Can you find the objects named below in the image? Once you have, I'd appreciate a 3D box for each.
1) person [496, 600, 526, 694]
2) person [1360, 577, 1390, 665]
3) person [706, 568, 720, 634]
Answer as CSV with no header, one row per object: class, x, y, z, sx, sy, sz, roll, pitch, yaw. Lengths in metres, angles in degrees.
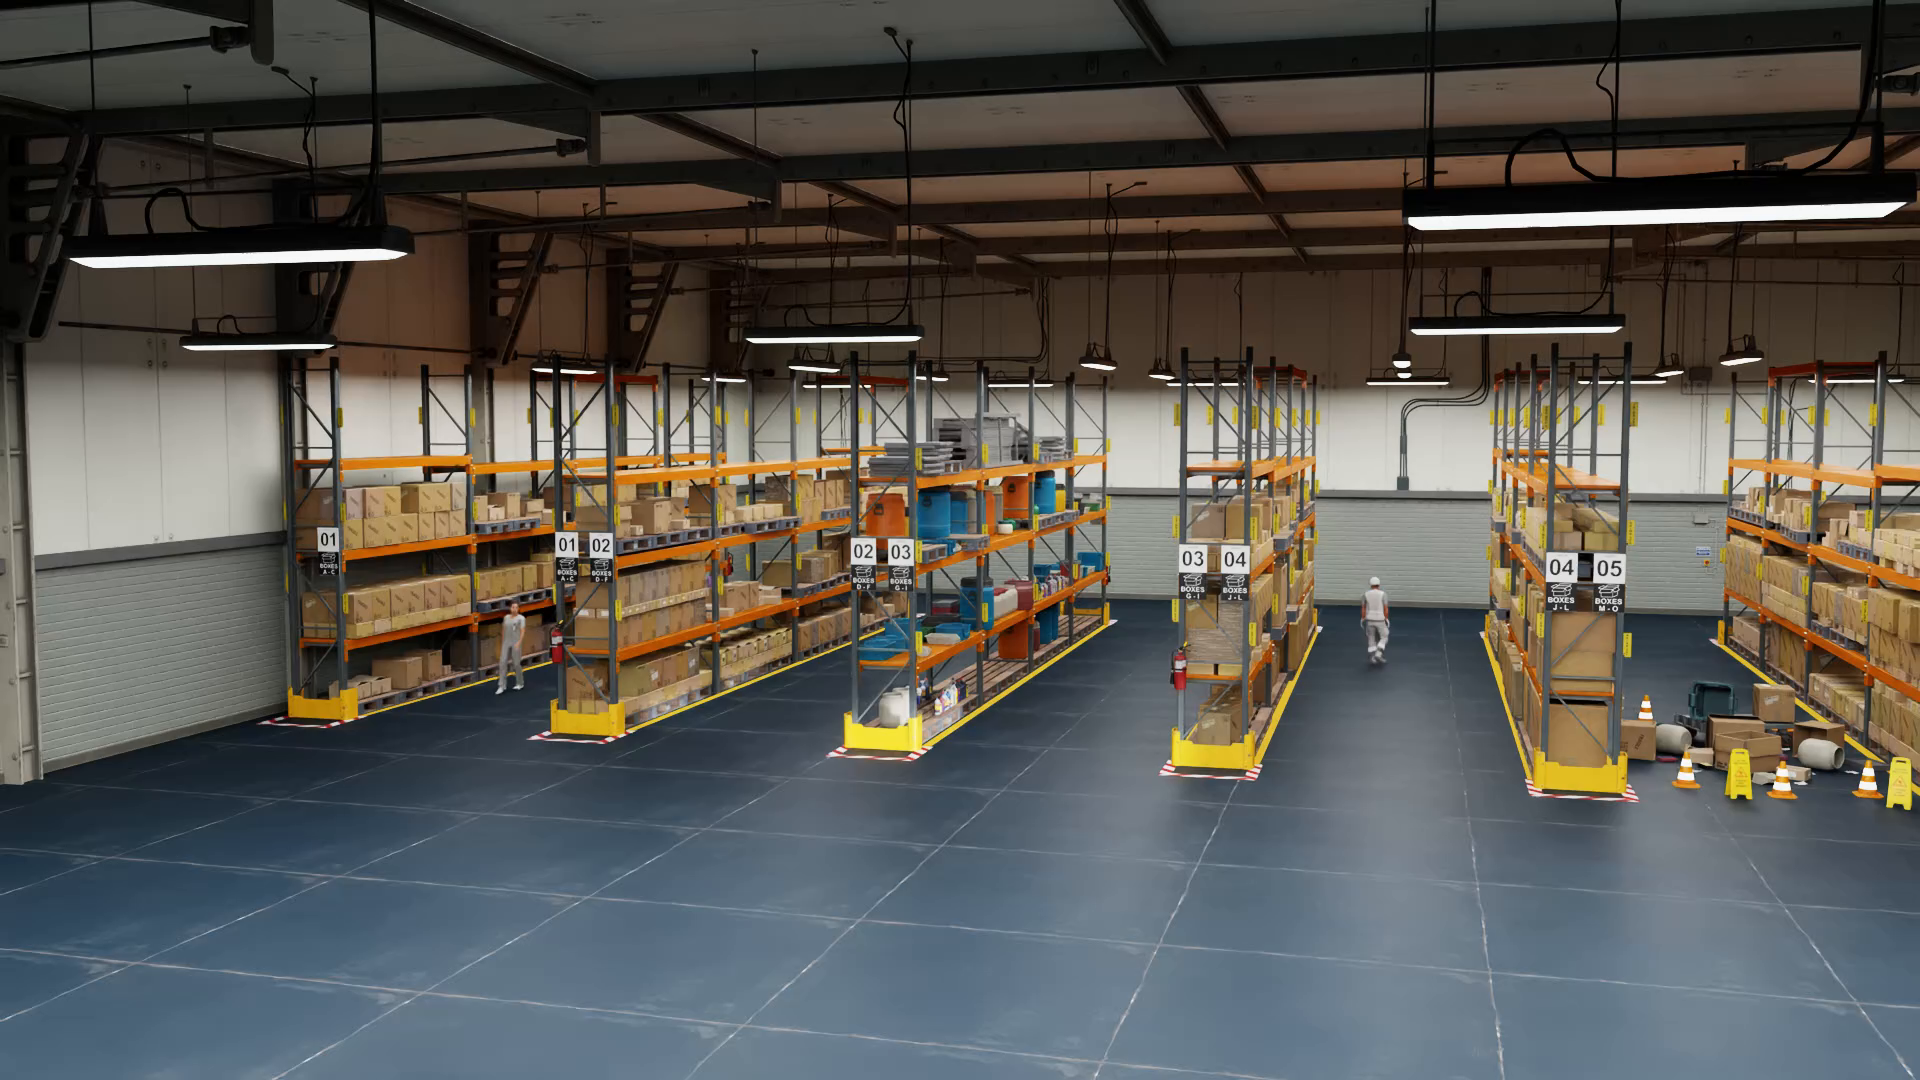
person,-8.235,1.952,30.439,0.469,1.668,0.745,0,4,5
person,8.409,1.644,33.703,0.578,1.788,0.533,2,5,24
person,-5.687,1.372,38.608,0.402,1.551,0.899,1,4,14
